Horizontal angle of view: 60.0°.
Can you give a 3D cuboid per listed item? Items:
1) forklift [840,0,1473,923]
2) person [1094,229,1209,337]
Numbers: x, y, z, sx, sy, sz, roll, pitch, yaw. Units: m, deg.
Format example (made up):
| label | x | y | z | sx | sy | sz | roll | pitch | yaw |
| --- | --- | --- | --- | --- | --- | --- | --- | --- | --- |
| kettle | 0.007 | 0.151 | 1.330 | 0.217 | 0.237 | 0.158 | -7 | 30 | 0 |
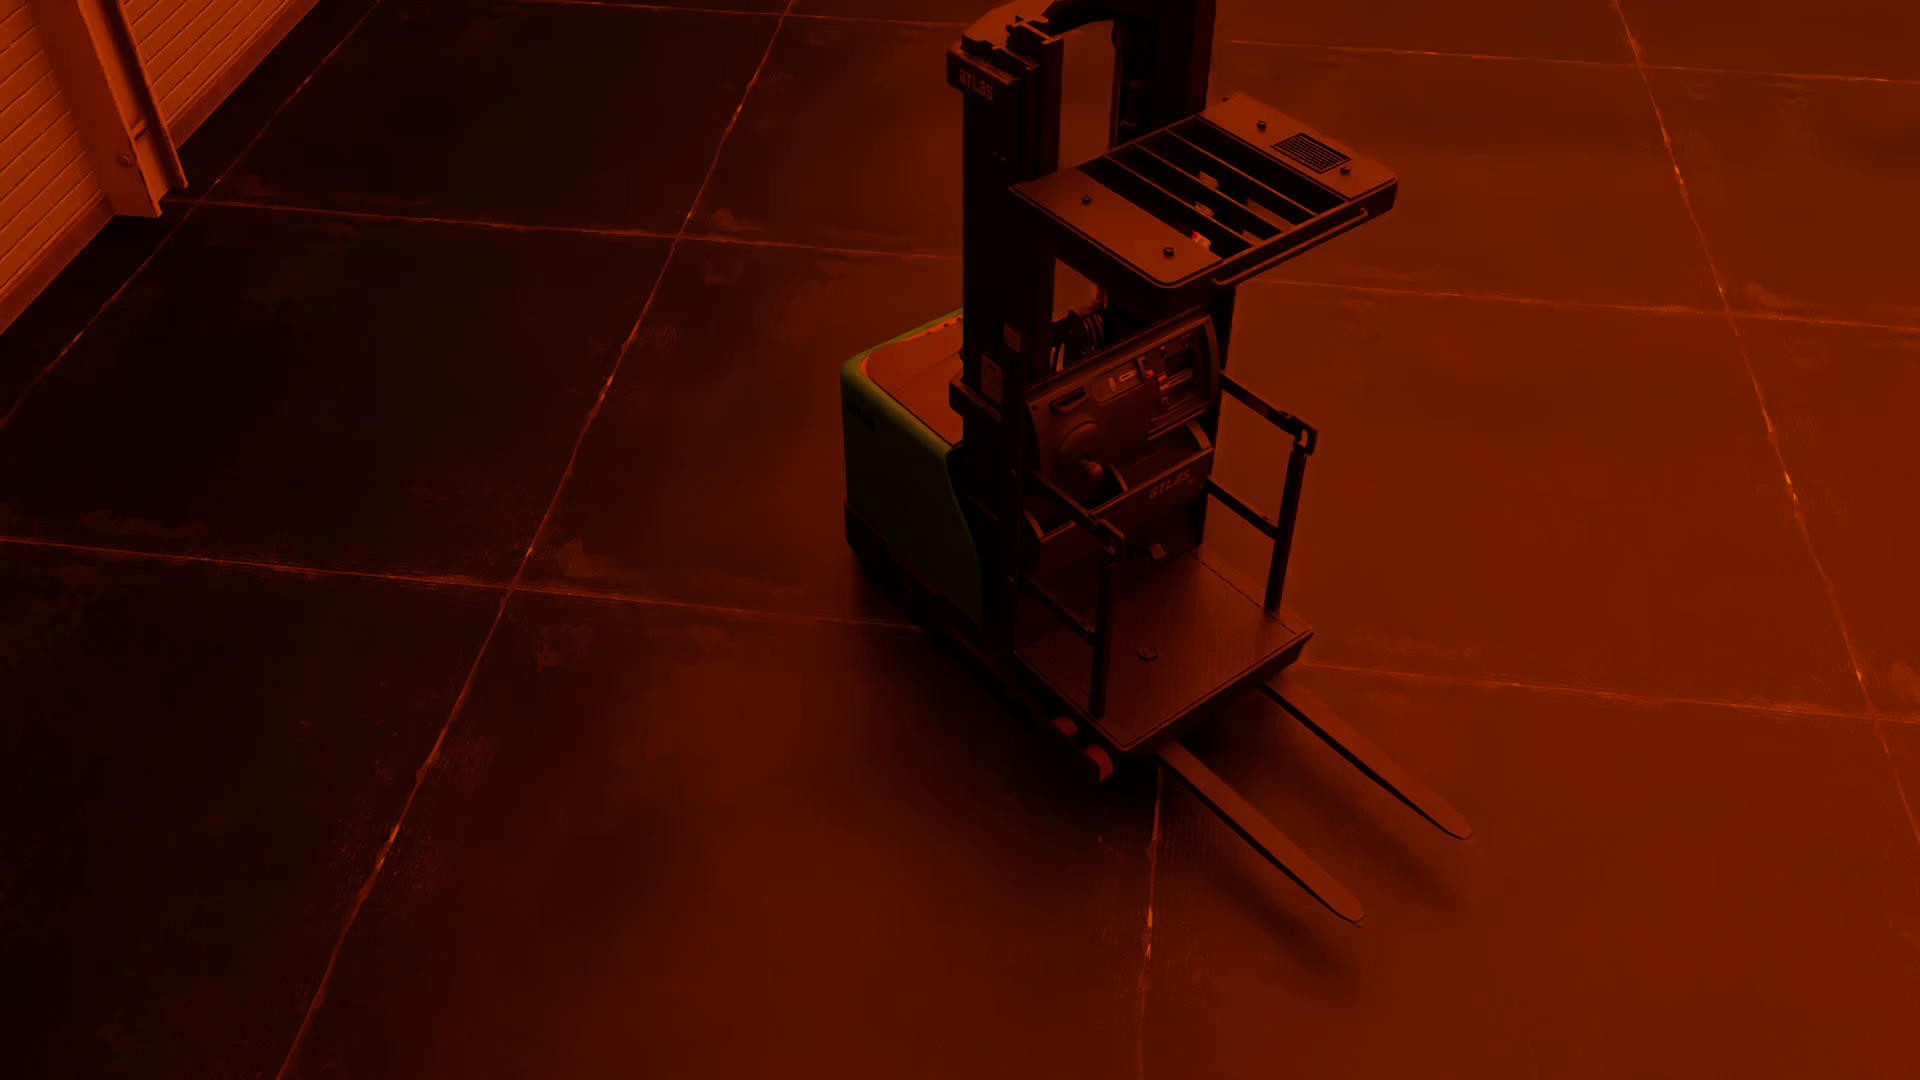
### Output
| label | x | y | z | sx | sy | sz | roll | pitch | yaw |
| --- | --- | --- | --- | --- | --- | --- | --- | --- | --- |
| forklift | 0.768 | -0.468 | 6.233 | 1.130 | 2.935 | 3.031 | -28 | 49 | -27 |
| person | 0.702 | -1.100 | 7.936 | 1.234 | 1.580 | 0.766 | -3 | 43 | -3 |
